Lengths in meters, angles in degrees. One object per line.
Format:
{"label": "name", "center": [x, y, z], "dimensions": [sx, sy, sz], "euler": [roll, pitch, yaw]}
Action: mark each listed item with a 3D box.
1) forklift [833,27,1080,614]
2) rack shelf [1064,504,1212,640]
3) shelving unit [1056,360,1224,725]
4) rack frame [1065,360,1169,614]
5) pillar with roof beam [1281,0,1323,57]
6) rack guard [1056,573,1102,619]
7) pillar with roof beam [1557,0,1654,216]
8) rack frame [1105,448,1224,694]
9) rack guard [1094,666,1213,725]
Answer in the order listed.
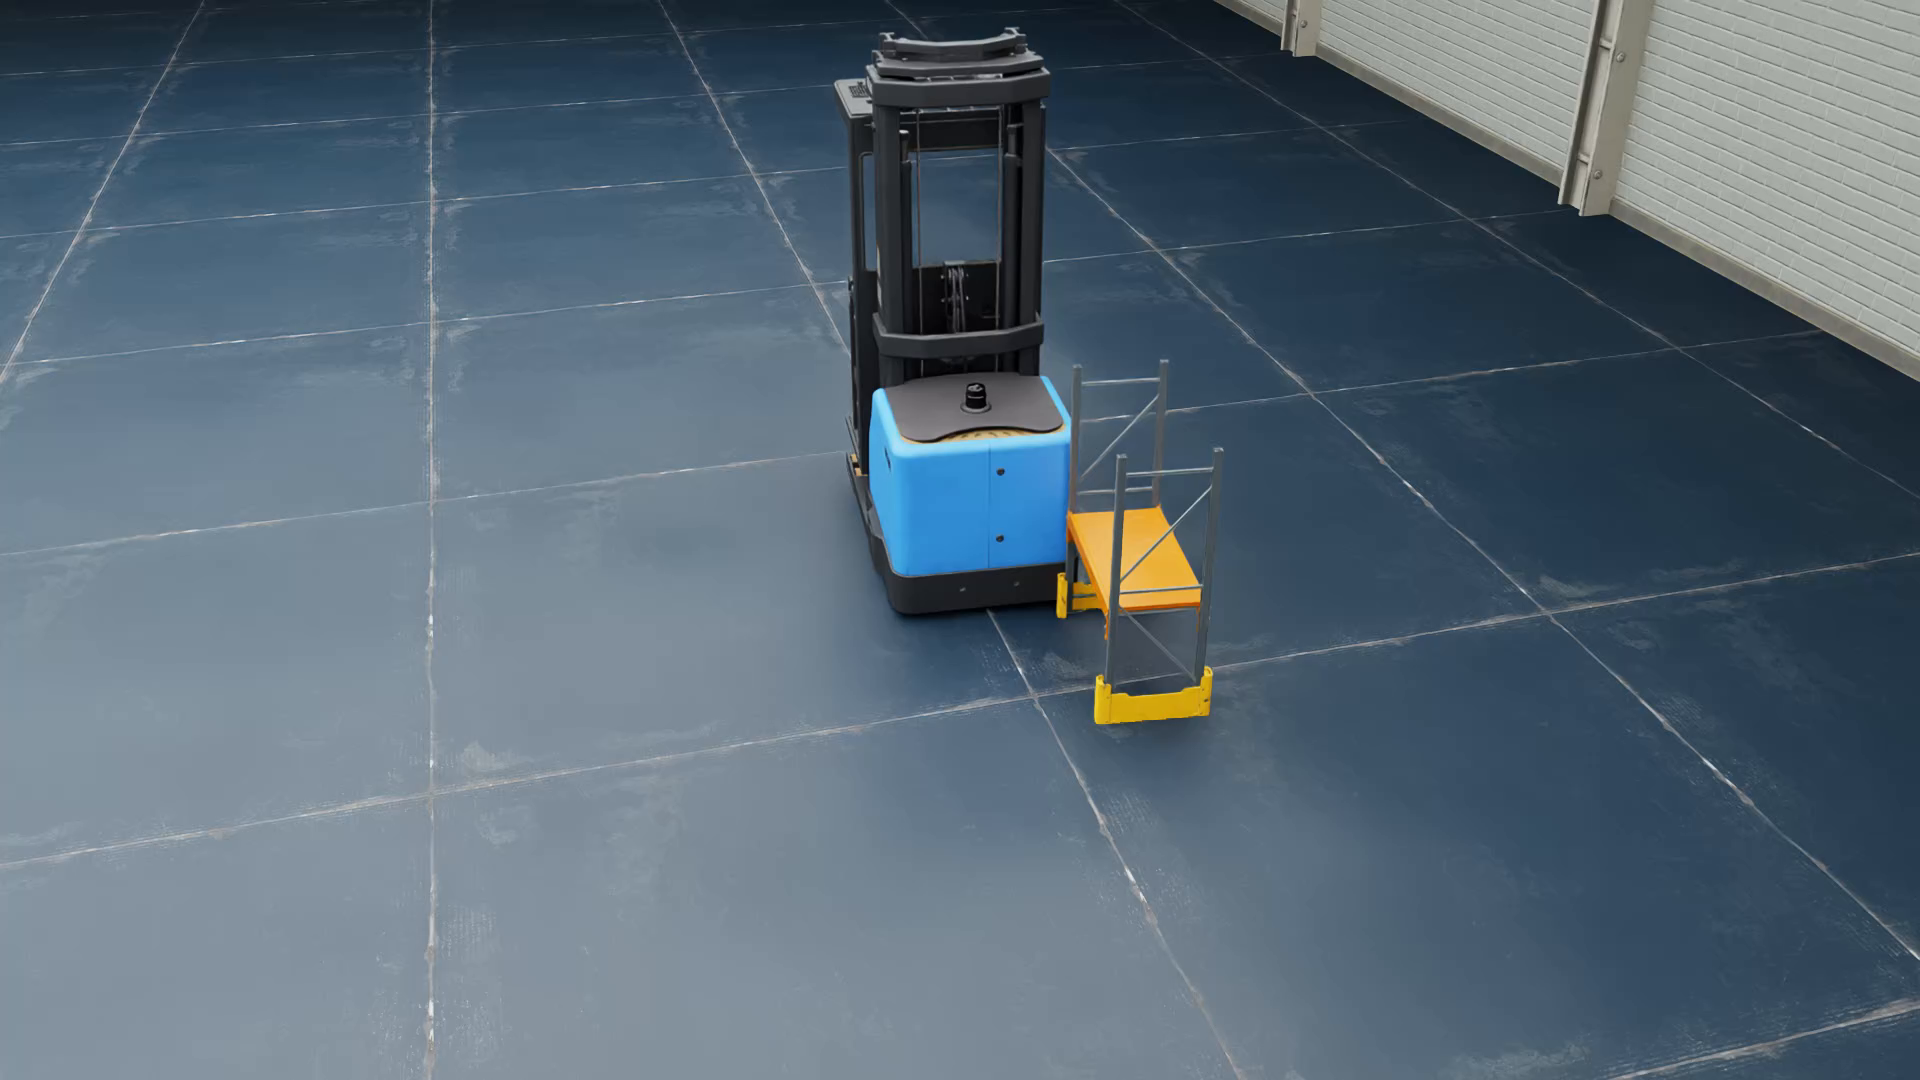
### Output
{"label": "forklift", "center": [-0.117, -1.584, 9.791], "dimensions": [1.130, 2.935, 3.031], "euler": [-5, 30, -9]}
{"label": "rack shelf", "center": [0.901, 0.148, 8.586], "dimensions": [0.538, 0.185, 1.000], "euler": [-4, 30, -7]}
{"label": "shelving unit", "center": [0.902, -0.003, 8.489], "dimensions": [0.587, 1.500, 1.083], "euler": [-4, 30, -7]}
{"label": "rack frame", "center": [0.829, -0.259, 8.932], "dimensions": [0.500, 1.500, 0.032], "euler": [-4, 30, -7]}
{"label": "pillar with roof beam", "center": [-0.024, -9.263, 17.001], "dimensions": [9.100, 9.000, 0.400], "euler": [-8, 31, -13]}
{"label": "rack guard", "center": [0.831, 0.291, 9.228], "dimensions": [0.587, 0.250, 0.087], "euler": [-4, 30, -7]}
{"label": "pillar with roof beam", "center": [1.568, -6.365, 11.995], "dimensions": [9.100, 9.000, 0.400], "euler": [-8, 31, -13]}
{"label": "rack frame", "center": [0.973, 0.245, 8.061], "dimensions": [0.500, 1.500, 0.032], "euler": [-4, 30, -7]}
{"label": "rack guard", "center": [0.972, 0.785, 8.375], "dimensions": [0.587, 0.250, 0.087], "euler": [-4, 30, -7]}
